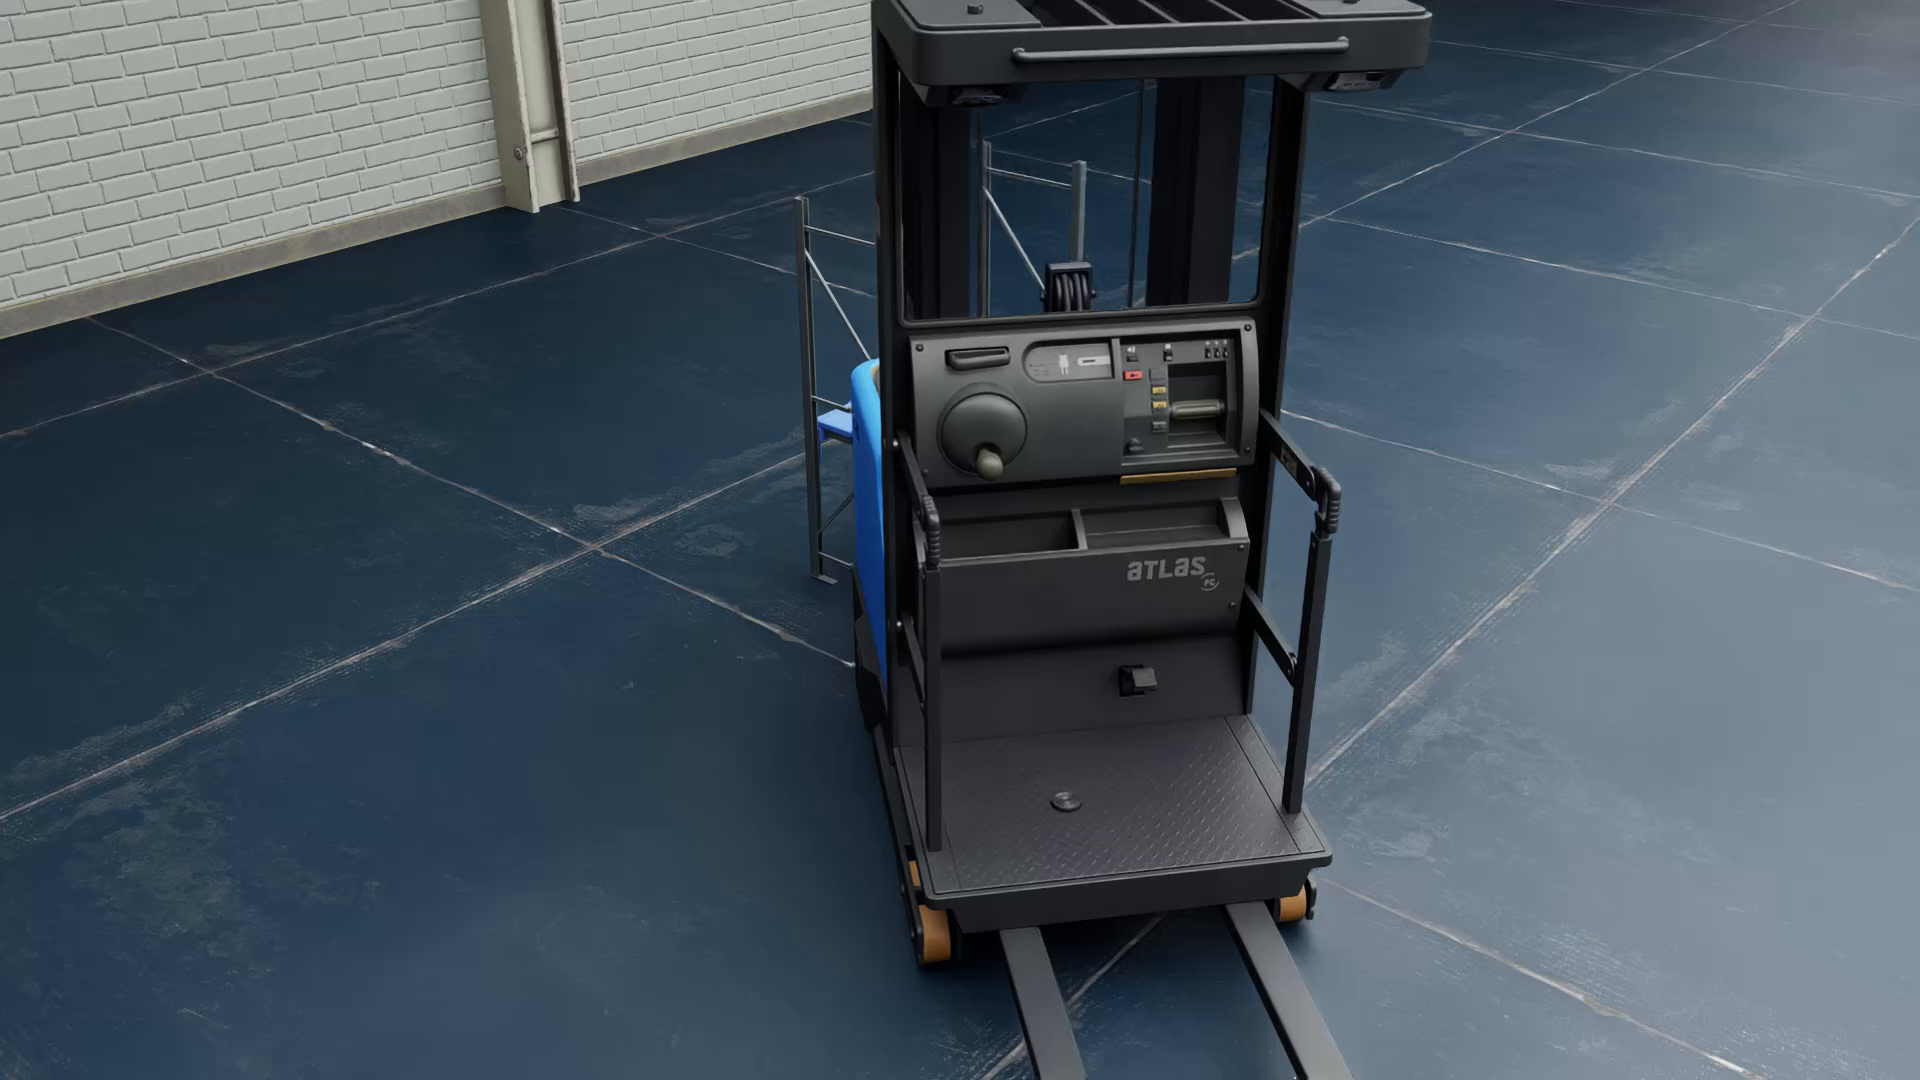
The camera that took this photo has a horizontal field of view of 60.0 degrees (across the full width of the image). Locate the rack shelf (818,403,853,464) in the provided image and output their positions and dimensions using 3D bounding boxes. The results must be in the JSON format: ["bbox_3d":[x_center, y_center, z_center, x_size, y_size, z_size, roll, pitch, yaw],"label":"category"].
[{"bbox_3d":[-0.054,-0.476,6.430,0.538,0.185,1.000,21,34,34],"label":"rack shelf"}]

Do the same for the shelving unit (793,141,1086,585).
[{"bbox_3d":[-0.054,-0.636,6.347,0.538,1.500,1.048,21,34,34],"label":"shelving unit"}]

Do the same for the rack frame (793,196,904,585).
[{"bbox_3d":[-0.378,-0.456,5.999,0.500,1.500,0.032,21,34,34],"label":"rack frame"}]

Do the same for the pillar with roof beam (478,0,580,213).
[{"bbox_3d":[0.533,-4.994,6.610,9.100,9.000,0.400,21,34,34],"label":"pillar with roof beam"}]

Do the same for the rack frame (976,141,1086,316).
[{"bbox_3d":[0.269,-0.816,6.695,0.500,1.500,0.032,21,34,34],"label":"rack frame"}]

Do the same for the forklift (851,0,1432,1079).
[{"bbox_3d":[0.372,-0.330,4.198,1.130,2.935,3.031,-4,28,-9],"label":"forklift"}]
